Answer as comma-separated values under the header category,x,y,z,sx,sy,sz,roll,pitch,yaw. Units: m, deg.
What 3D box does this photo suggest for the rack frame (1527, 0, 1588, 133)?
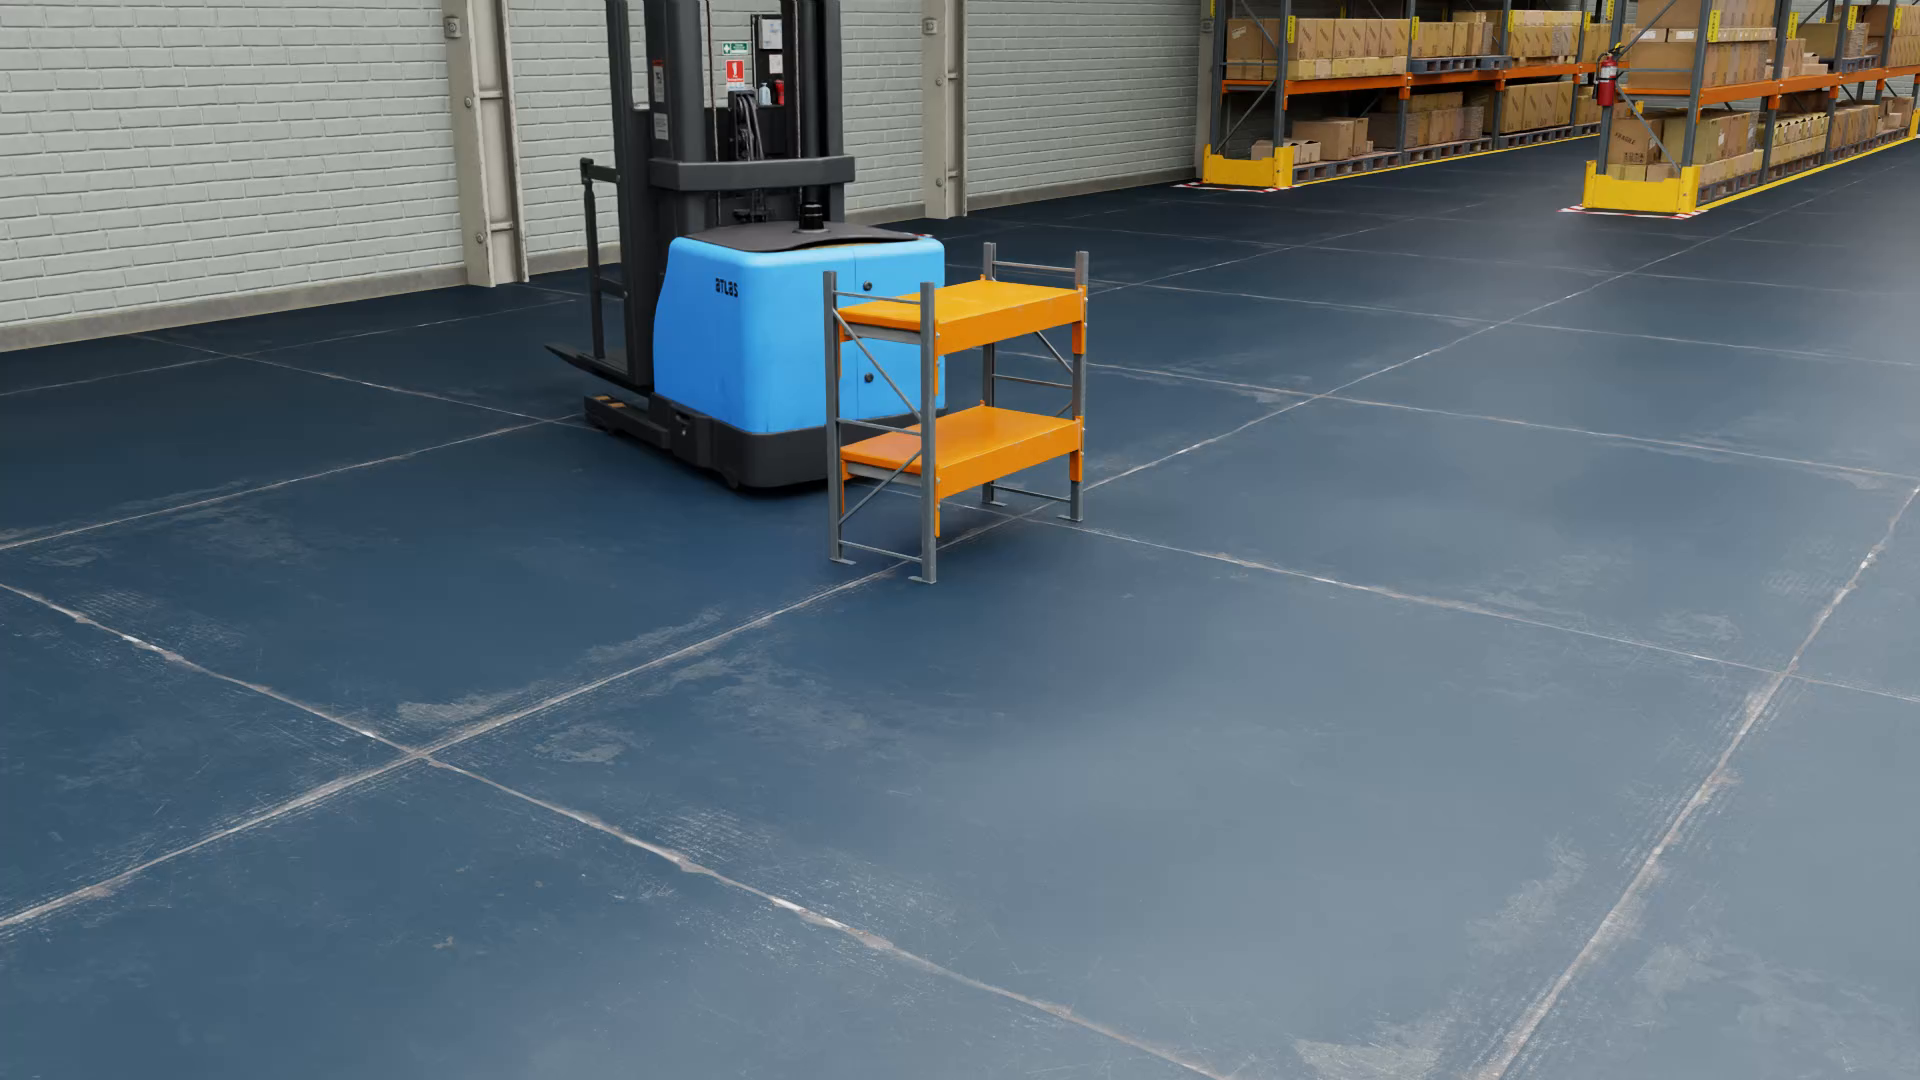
category,x,y,z,sx,sy,sz,roll,pitch,yaw
rack frame,10.840,-8.911,30.382,1.000,3.000,0.127,12,21,35

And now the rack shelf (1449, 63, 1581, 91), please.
category,x,y,z,sx,sy,sz,roll,pitch,yaw
rack shelf,9.649,-8.091,28.955,1.077,0.370,4.000,12,21,35

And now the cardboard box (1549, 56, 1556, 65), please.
category,x,y,z,sx,sy,sz,roll,pitch,yaw
cardboard box,10.235,-8.433,29.230,0.380,0.149,0.250,12,21,35

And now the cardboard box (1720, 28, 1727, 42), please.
category,x,y,z,sx,sy,sz,roll,pitch,yaw
cardboard box,8.535,-5.774,19.017,0.380,0.149,0.250,12,21,34

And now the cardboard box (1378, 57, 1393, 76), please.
category,x,y,z,sx,sy,sz,roll,pitch,yaw
cardboard box,5.731,-6.660,23.352,0.500,0.250,0.500,13,21,35

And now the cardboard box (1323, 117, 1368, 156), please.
category,x,y,z,sx,sy,sz,roll,pitch,yaw
cardboard box,5.487,-5.768,23.733,0.500,0.500,0.500,11,20,31

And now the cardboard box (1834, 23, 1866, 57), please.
category,x,y,z,sx,sy,sz,roll,pitch,yaw
cardboard box,13.421,-7.686,25.561,0.500,0.500,0.700,-15,23,-40

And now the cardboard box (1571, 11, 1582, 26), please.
category,x,y,z,sx,sy,sz,roll,pitch,yaw
cardboard box,10.768,-9.312,29.705,0.500,0.250,0.500,13,22,36

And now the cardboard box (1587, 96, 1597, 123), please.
category,x,y,z,sx,sy,sz,roll,pitch,yaw
cardboard box,11.670,-8.197,31.589,0.700,0.500,0.500,12,21,34

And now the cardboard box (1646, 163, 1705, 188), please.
category,x,y,z,sx,sy,sz,roll,pitch,yaw
cardboard box,8.169,-4.155,18.993,0.500,0.250,0.500,12,21,35

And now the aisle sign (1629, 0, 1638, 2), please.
category,x,y,z,sx,sy,sz,roll,pitch,yaw
aisle sign,13.508,-11.070,32.949,0.394,0.787,0.004,12,21,35

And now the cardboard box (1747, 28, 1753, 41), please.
category,x,y,z,sx,sy,sz,roll,pitch,yaw
cardboard box,9.307,-6.084,20.016,0.380,0.149,0.250,13,22,36

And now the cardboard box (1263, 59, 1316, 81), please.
category,x,y,z,sx,sy,sz,roll,pitch,yaw
cardboard box,4.236,-6.051,21.391,0.500,0.250,0.500,12,21,33

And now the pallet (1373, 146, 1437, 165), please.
category,x,y,z,sx,sy,sz,roll,pitch,yaw
pallet,6.536,-5.860,25.258,1.003,0.211,1.213,12,21,35

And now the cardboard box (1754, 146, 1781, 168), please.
category,x,y,z,sx,sy,sz,roll,pitch,yaw
cardboard box,10.494,-5.071,21.944,0.500,0.250,0.500,12,21,33

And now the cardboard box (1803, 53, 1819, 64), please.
category,x,y,z,sx,sy,sz,roll,pitch,yaw
cardboard box,12.186,-6.963,24.257,0.500,0.311,0.500,14,22,38

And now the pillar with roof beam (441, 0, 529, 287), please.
category,x,y,z,sx,sy,sz,roll,pitch,yaw
pillar with roof beam,-0.280,-5.619,9.664,9.100,9.000,0.400,12,21,35

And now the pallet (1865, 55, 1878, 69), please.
category,x,y,z,sx,sy,sz,roll,pitch,yaw
pallet,14.257,-7.774,27.044,1.003,0.211,1.213,12,21,35

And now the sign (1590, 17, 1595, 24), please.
category,x,y,z,sx,sy,sz,roll,pitch,yaw
sign,12.782,-10.415,33.630,0.100,0.325,0.005,12,21,35

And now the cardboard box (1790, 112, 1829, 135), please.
category,x,y,z,sx,sy,sz,roll,pitch,yaw
cardboard box,12.323,-6.071,24.219,0.500,0.311,0.500,13,22,36

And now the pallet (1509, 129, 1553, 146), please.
category,x,y,z,sx,sy,sz,roll,pitch,yaw
pallet,9.715,-7.091,29.221,1.003,0.211,1.213,12,21,35

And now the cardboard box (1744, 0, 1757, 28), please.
category,x,y,z,sx,sy,sz,roll,pitch,yaw
cardboard box,9.196,-6.452,20.107,0.700,0.500,0.500,12,21,35

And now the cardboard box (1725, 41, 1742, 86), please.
category,x,y,z,sx,sy,sz,roll,pitch,yaw
cardboard box,8.880,-5.705,19.887,0.700,0.500,0.500,13,22,36

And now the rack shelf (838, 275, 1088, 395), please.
category,x,y,z,sx,sy,sz,roll,pitch,yaw
rack shelf,0.004,-0.818,6.495,0.538,0.278,1.000,12,21,35

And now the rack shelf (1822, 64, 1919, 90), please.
category,x,y,z,sx,sy,sz,roll,pitch,yaw
rack shelf,16.013,-8.170,29.207,1.077,0.370,4.000,12,21,35

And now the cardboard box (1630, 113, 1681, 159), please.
category,x,y,z,sx,sy,sz,roll,pitch,yaw
cardboard box,8.336,-4.845,19.953,0.500,0.500,0.500,12,21,35

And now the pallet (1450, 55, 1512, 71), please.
category,x,y,z,sx,sy,sz,roll,pitch,yaw
pallet,8.118,-7.678,26.735,1.213,0.211,1.003,12,21,35

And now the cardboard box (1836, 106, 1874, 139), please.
category,x,y,z,sx,sy,sz,roll,pitch,yaw
cardboard box,14.456,-6.769,26.956,0.500,0.500,0.500,13,21,35

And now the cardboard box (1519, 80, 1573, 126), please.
category,x,y,z,sx,sy,sz,roll,pitch,yaw
cardboard box,10.558,-7.907,30.066,0.750,0.750,0.750,13,21,35

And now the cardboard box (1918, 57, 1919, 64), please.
category,x,y,z,sx,sy,sz,roll,pitch,yaw
cardboard box,17.156,-8.883,30.121,0.500,0.500,0.500,13,22,36

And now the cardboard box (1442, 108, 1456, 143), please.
category,x,y,z,sx,sy,sz,roll,pitch,yaw
cardboard box,7.396,-6.569,26.312,0.700,0.500,0.500,12,21,34

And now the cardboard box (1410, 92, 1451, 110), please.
category,x,y,z,sx,sy,sz,roll,pitch,yaw
cardboard box,7.378,-6.904,26.128,0.500,0.250,0.500,12,21,34

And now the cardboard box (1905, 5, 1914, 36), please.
category,x,y,z,sx,sy,sz,roll,pitch,yaw
cardboard box,15.941,-8.870,28.394,0.500,0.500,0.500,12,21,33

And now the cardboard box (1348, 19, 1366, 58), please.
category,x,y,z,sx,sy,sz,roll,pitch,yaw
cardboard box,5.130,-6.773,22.450,0.500,0.500,0.500,13,22,36

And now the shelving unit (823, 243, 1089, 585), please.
category,x,y,z,sx,sy,sz,roll,pitch,yaw
shelving unit,0.004,-0.539,6.582,0.538,1.125,1.048,12,21,35

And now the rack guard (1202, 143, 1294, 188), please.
category,x,y,z,sx,sy,sz,roll,pitch,yaw
rack guard,3.736,-4.878,21.607,1.175,0.500,0.348,12,21,35

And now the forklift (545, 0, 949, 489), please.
category,x,y,z,sx,sy,sz,roll,pitch,yaw
forklift,-1.290,-2.005,8.258,1.130,2.935,3.031,-11,20,-32

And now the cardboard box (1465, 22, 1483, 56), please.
category,x,y,z,sx,sy,sz,roll,pitch,yaw
cardboard box,7.874,-7.965,26.424,0.700,0.500,0.500,10,20,30

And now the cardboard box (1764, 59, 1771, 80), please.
category,x,y,z,sx,sy,sz,roll,pitch,yaw
cardboard box,10.313,-6.185,21.855,0.500,0.250,0.500,14,22,38

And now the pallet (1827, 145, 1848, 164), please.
category,x,y,z,sx,sy,sz,roll,pitch,yaw
pallet,12.913,-5.924,25.463,1.003,0.211,1.213,12,21,35

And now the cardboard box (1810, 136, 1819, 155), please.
category,x,y,z,sx,sy,sz,roll,pitch,yaw
cardboard box,12.016,-5.680,23.904,0.500,0.250,0.500,12,21,34

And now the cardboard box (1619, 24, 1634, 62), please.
category,x,y,z,sx,sy,sz,roll,pitch,yaw
cardboard box,12.503,-9.709,32.444,0.980,0.700,0.700,12,21,34

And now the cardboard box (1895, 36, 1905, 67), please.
category,x,y,z,sx,sy,sz,roll,pitch,yaw
cardboard box,15.646,-8.280,28.182,0.500,0.500,0.500,13,21,36

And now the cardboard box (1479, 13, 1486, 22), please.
category,x,y,z,sx,sy,sz,roll,pitch,yaw
cardboard box,8.276,-8.439,26.856,0.380,0.149,0.250,9,20,28

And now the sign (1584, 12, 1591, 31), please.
category,x,y,z,sx,sy,sz,roll,pitch,yaw
sign,11.282,-9.333,29.921,0.100,0.325,0.005,12,21,35

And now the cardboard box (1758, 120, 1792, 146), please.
category,x,y,z,sx,sy,sz,roll,pitch,yaw
cardboard box,10.803,-5.459,22.249,0.500,0.311,0.500,12,21,34

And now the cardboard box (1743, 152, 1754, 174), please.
category,x,y,z,sx,sy,sz,roll,pitch,yaw
cardboard box,9.648,-4.752,20.918,0.500,0.250,0.500,12,21,35

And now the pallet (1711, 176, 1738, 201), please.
category,x,y,z,sx,sy,sz,roll,pitch,yaw
pallet,8.820,-4.326,20.318,1.003,0.211,1.213,12,21,35

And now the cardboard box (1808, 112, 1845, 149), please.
category,x,y,z,sx,sy,sz,roll,pitch,yaw
cardboard box,12.938,-6.158,24.990,0.500,0.500,0.500,14,22,37

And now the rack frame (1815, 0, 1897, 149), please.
category,x,y,z,sx,sy,sz,roll,pitch,yaw
rack frame,14.821,-8.037,27.566,1.000,3.000,0.127,12,21,35

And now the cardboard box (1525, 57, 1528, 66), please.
category,x,y,z,sx,sy,sz,roll,pitch,yaw
cardboard box,9.421,-8.138,28.280,0.380,0.149,0.250,13,21,36

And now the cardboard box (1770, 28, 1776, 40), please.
category,x,y,z,sx,sy,sz,roll,pitch,yaw
cardboard box,10.064,-6.386,20.989,0.380,0.149,0.250,12,21,35

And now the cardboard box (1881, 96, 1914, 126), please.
category,x,y,z,sx,sy,sz,roll,pitch,yaw
cardboard box,17.078,-7.833,30.382,0.500,0.500,0.500,12,21,35

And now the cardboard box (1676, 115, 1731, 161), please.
category,x,y,z,sx,sy,sz,roll,pitch,yaw
cardboard box,8.753,-4.754,19.657,0.500,0.500,0.500,12,21,35

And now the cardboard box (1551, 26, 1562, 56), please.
category,x,y,z,sx,sy,sz,roll,pitch,yaw
cardboard box,10.166,-8.715,29.045,0.500,0.500,0.500,12,21,35

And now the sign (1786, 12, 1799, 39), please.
category,x,y,z,sx,sy,sz,roll,pitch,yaw
sign,10.501,-6.485,20.976,0.100,0.325,0.005,12,21,35
